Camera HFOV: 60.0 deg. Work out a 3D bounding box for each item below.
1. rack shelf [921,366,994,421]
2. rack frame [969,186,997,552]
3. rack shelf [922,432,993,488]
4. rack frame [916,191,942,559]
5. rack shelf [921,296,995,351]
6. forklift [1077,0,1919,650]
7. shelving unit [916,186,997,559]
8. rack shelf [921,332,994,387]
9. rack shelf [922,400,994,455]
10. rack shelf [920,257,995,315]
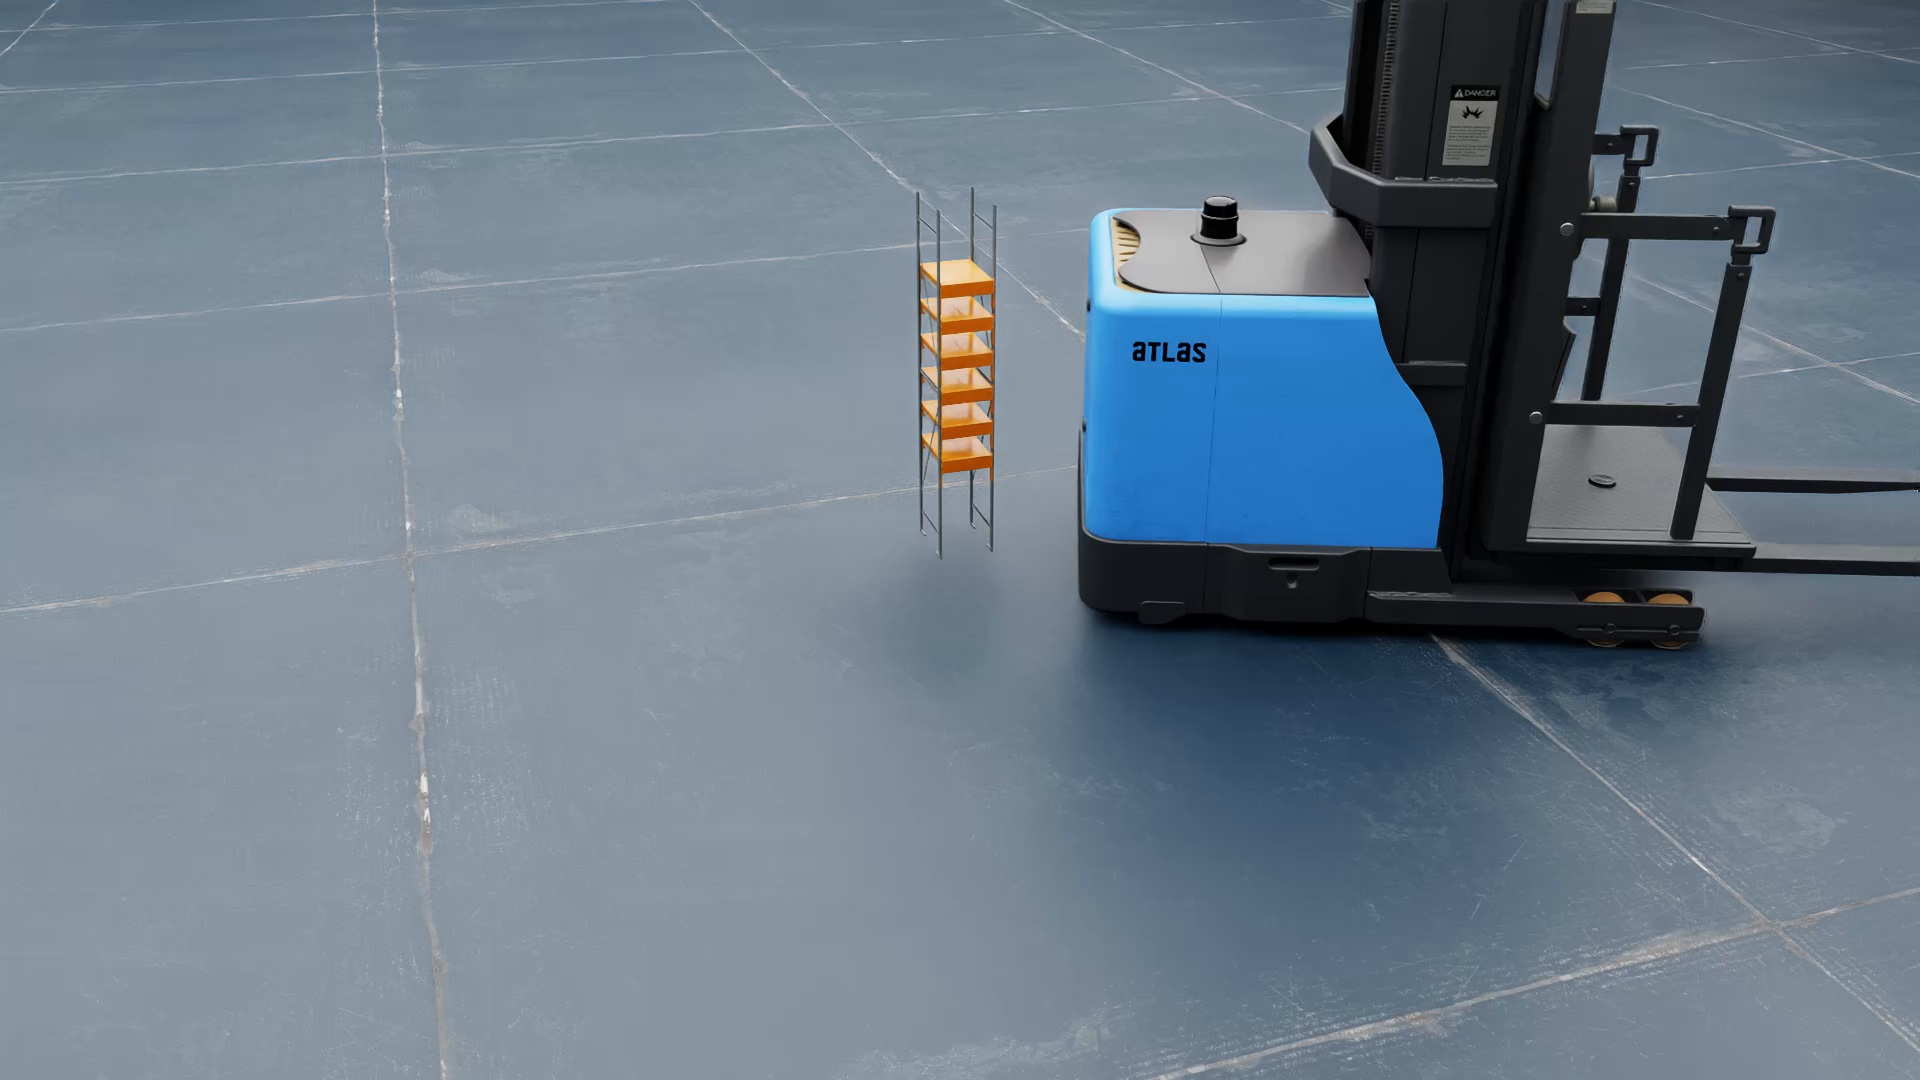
[{"bbox_3d":[-0.014,-0.496,5.499,0.180,0.103,0.258,-8,28,-16],"label":"rack shelf"},{"bbox_3d":[0.073,-0.548,5.505,0.006,1.200,0.240,-8,28,-16],"label":"rack frame"},{"bbox_3d":[-0.014,-0.281,5.606,0.180,0.103,0.258,-8,28,-16],"label":"rack shelf"},{"bbox_3d":[-0.101,-0.523,5.454,0.006,1.200,0.240,-8,28,-16],"label":"rack frame"},{"bbox_3d":[-0.014,-0.711,5.392,0.180,0.103,0.258,-8,28,-16],"label":"rack shelf"},{"bbox_3d":[1.912,-1.223,4.918,3.031,2.935,1.130,1,26,3],"label":"forklift"},{"bbox_3d":[-0.014,-0.535,5.479,0.189,1.200,0.258,-8,28,-16],"label":"shelving unit"},{"bbox_3d":[-0.014,-0.603,5.446,0.180,0.103,0.258,-8,28,-16],"label":"rack shelf"},{"bbox_3d":[-0.014,-0.388,5.552,0.180,0.103,0.258,-8,28,-16],"label":"rack shelf"},{"bbox_3d":[-0.014,-0.818,5.339,0.180,0.103,0.258,-8,28,-16],"label":"rack shelf"}]
